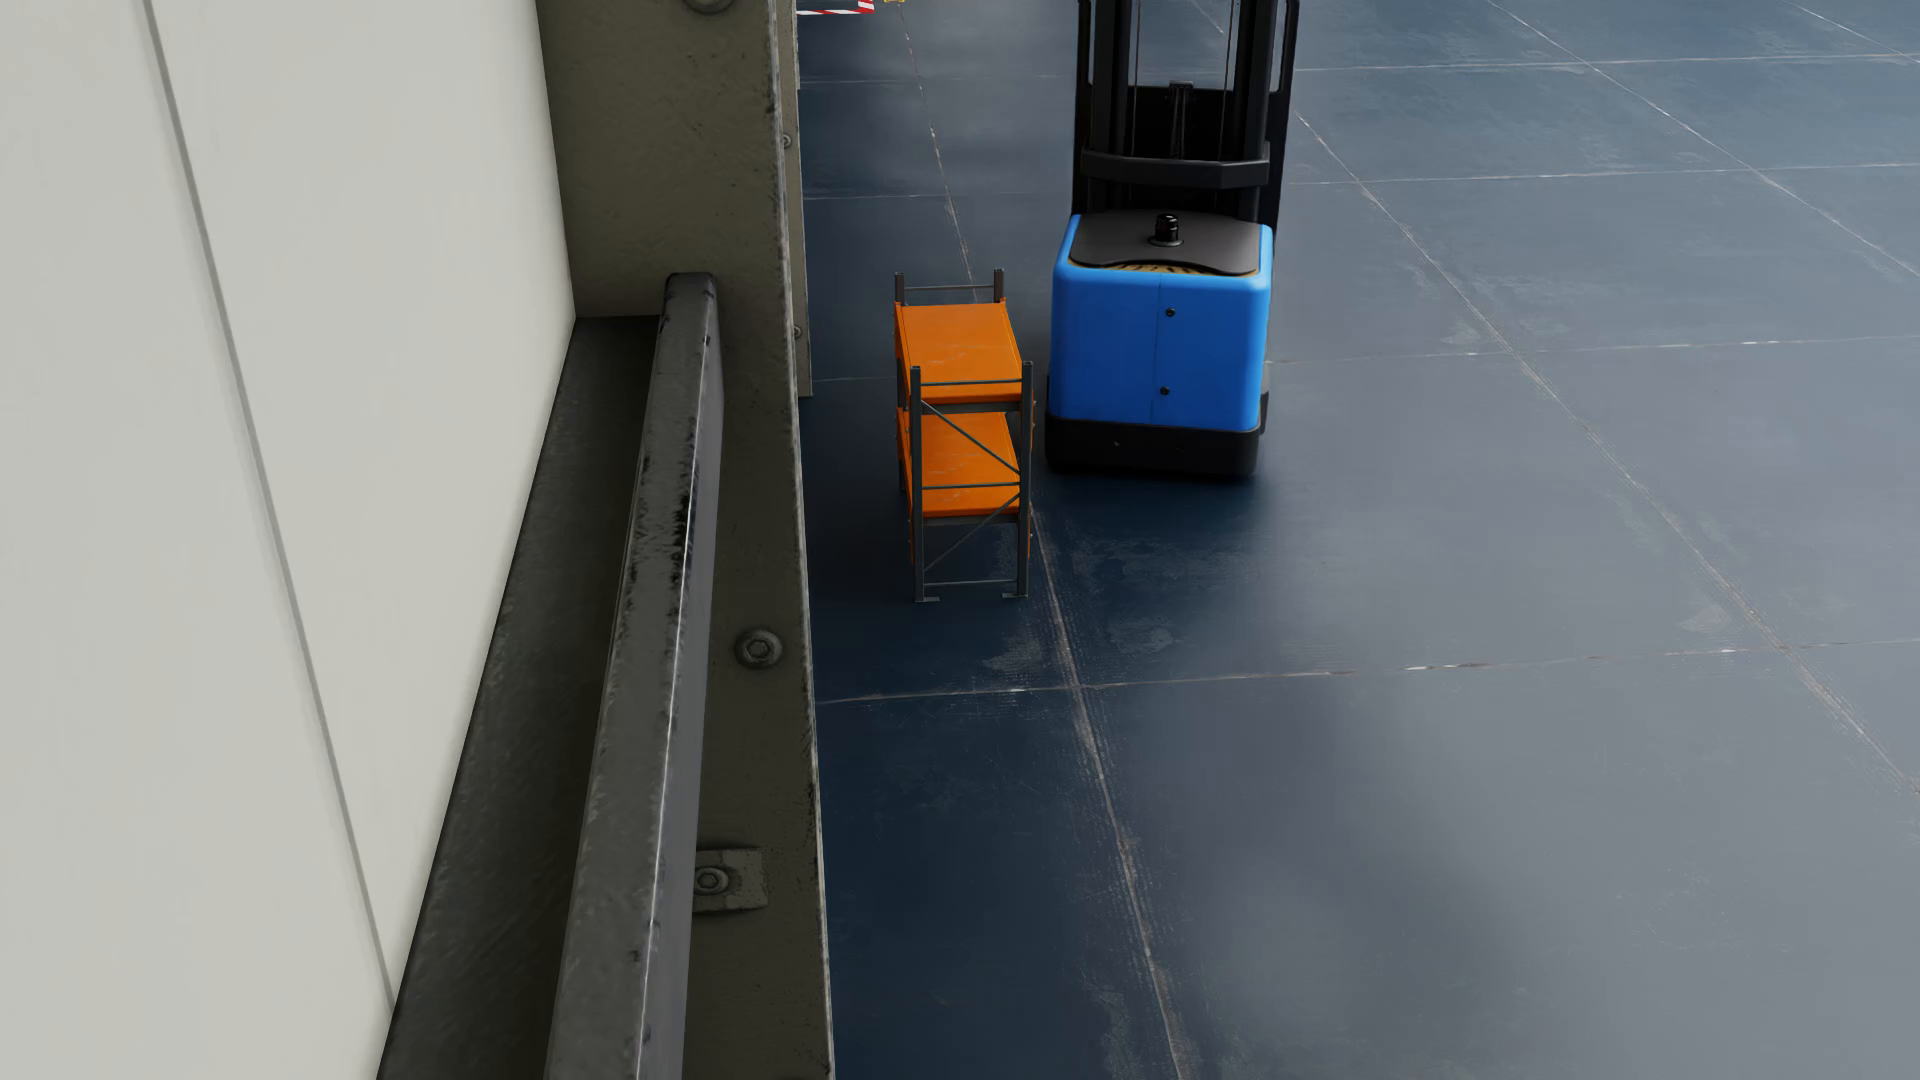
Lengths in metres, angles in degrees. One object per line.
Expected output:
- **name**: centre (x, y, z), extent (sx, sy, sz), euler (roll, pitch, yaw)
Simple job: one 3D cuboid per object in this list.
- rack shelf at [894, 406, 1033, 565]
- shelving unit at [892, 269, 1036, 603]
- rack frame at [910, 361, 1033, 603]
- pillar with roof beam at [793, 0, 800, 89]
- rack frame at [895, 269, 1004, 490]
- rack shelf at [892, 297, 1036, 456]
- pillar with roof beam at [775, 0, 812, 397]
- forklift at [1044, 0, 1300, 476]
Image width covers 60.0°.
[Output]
- **rack shelf**: centre (-0.001, -0.276, 7.593), extent (0.538, 0.278, 1.000), euler (-3, 31, -5)
- **shelving unit**: centre (-0.001, -0.486, 7.467), extent (0.538, 1.125, 1.048), euler (-3, 31, -5)
- **rack frame**: centre (0.047, -0.227, 7.033), extent (0.500, 1.125, 0.032), euler (-3, 31, -5)
- **pillar with roof beam**: centre (2.747, -8.012, 12.388), extent (9.100, 9.000, 0.400), euler (-3, 31, -5)
- **rack frame**: centre (-0.048, -0.746, 7.902), extent (0.500, 1.125, 0.032), euler (-3, 31, -5)
- **rack shelf**: centre (-0.001, -0.738, 7.317), extent (0.538, 0.278, 1.000), euler (-3, 31, -5)
- **pillar with roof beam**: centre (3.308, -4.948, 7.259), extent (9.100, 9.000, 0.400), euler (-3, 31, -5)
- **forklift**: centre (1.178, -2.311, 8.761), extent (1.130, 2.935, 3.031), euler (5, 31, 8)
